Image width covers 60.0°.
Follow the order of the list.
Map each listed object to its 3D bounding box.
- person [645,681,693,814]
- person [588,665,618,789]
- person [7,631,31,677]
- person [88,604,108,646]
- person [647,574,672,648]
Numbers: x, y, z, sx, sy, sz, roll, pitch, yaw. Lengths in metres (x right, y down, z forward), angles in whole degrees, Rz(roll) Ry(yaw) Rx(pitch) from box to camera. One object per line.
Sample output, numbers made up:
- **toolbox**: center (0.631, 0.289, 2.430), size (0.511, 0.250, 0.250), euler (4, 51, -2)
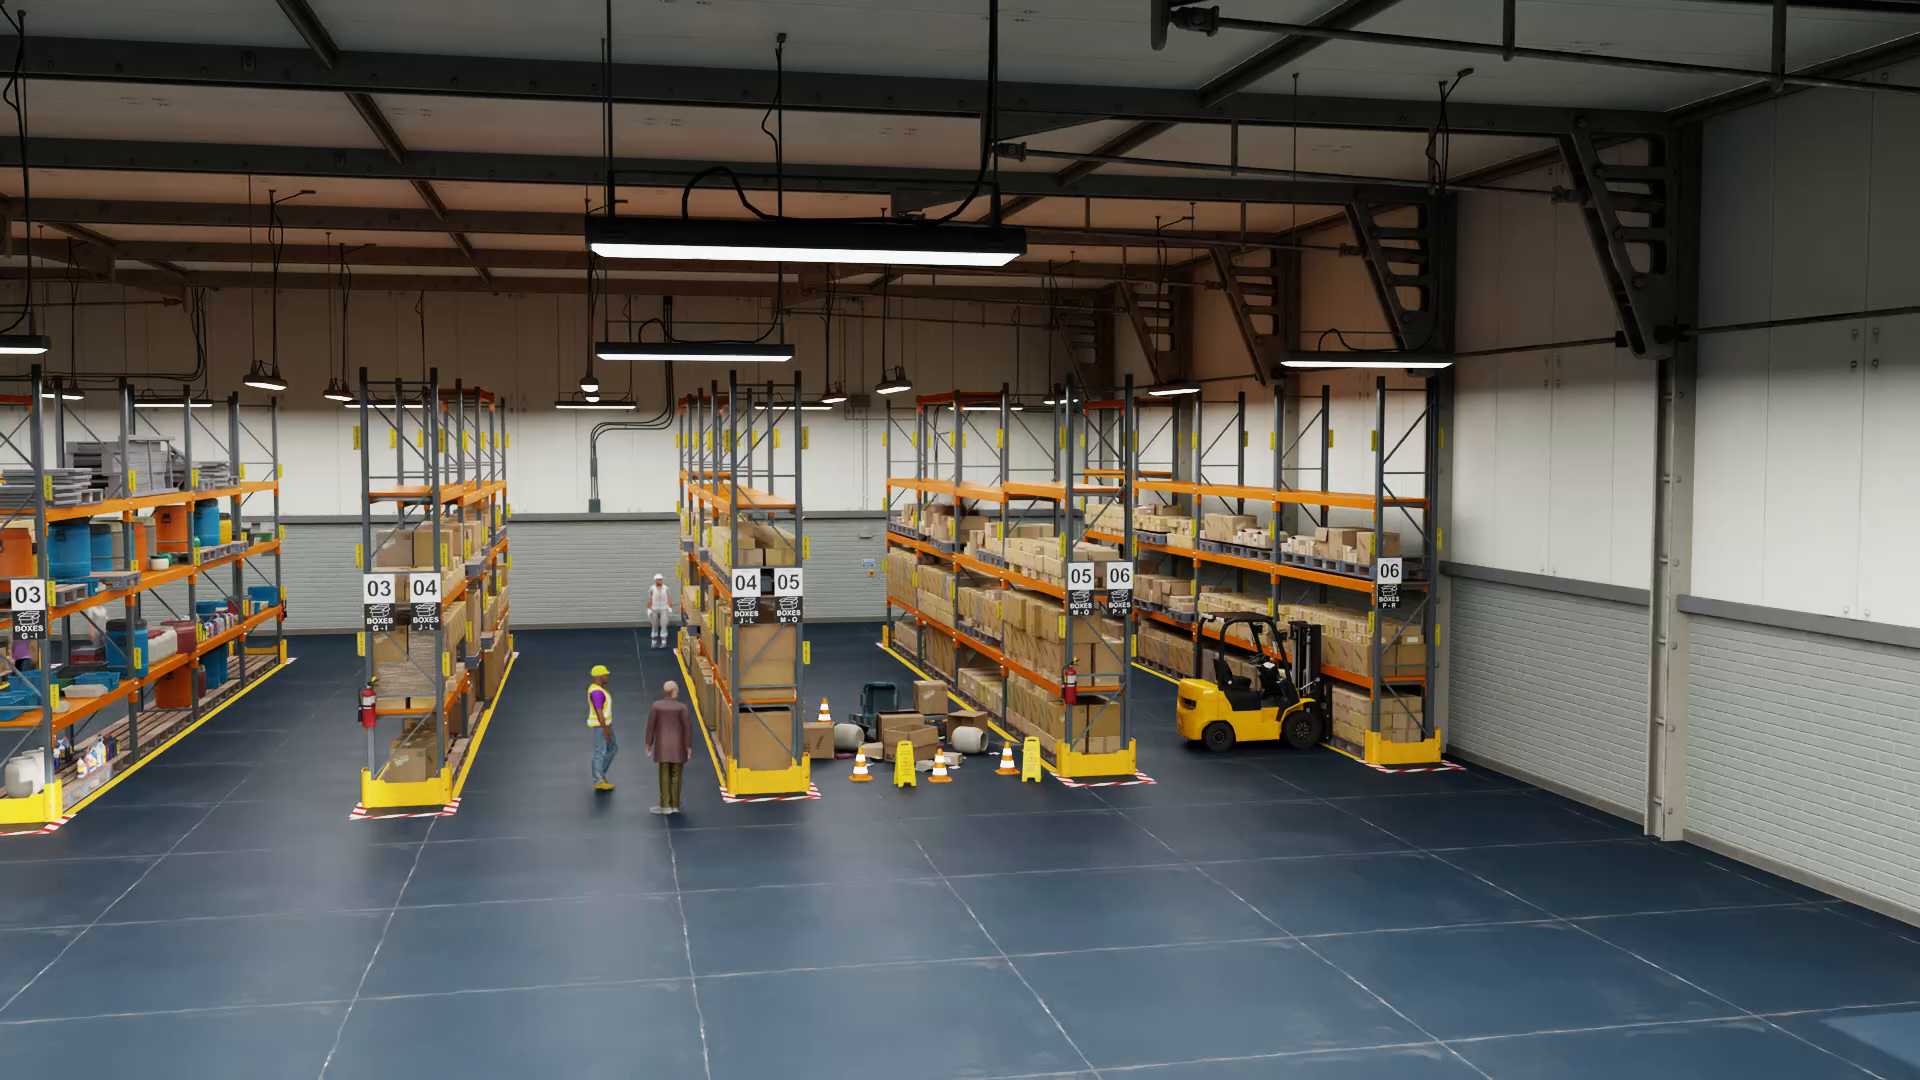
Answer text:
- **person**: center (-3.910, 2.789, 22.325), size (0.650, 1.801, 0.463), euler (0, 3, -3)
- **person**: center (-5.168, 2.708, 23.998), size (0.434, 1.801, 0.629), euler (0, 3, 2)
- **person**: center (-18.182, 2.297, 32.201), size (0.386, 1.558, 0.783), euler (-1, 3, -13)
- **person**: center (-18.880, 2.014, 36.481), size (0.449, 1.609, 1.072), euler (-2, 4, -35)
- **person**: center (-7.251, 1.711, 40.191), size (0.593, 1.802, 0.368), euler (0, 3, -5)
